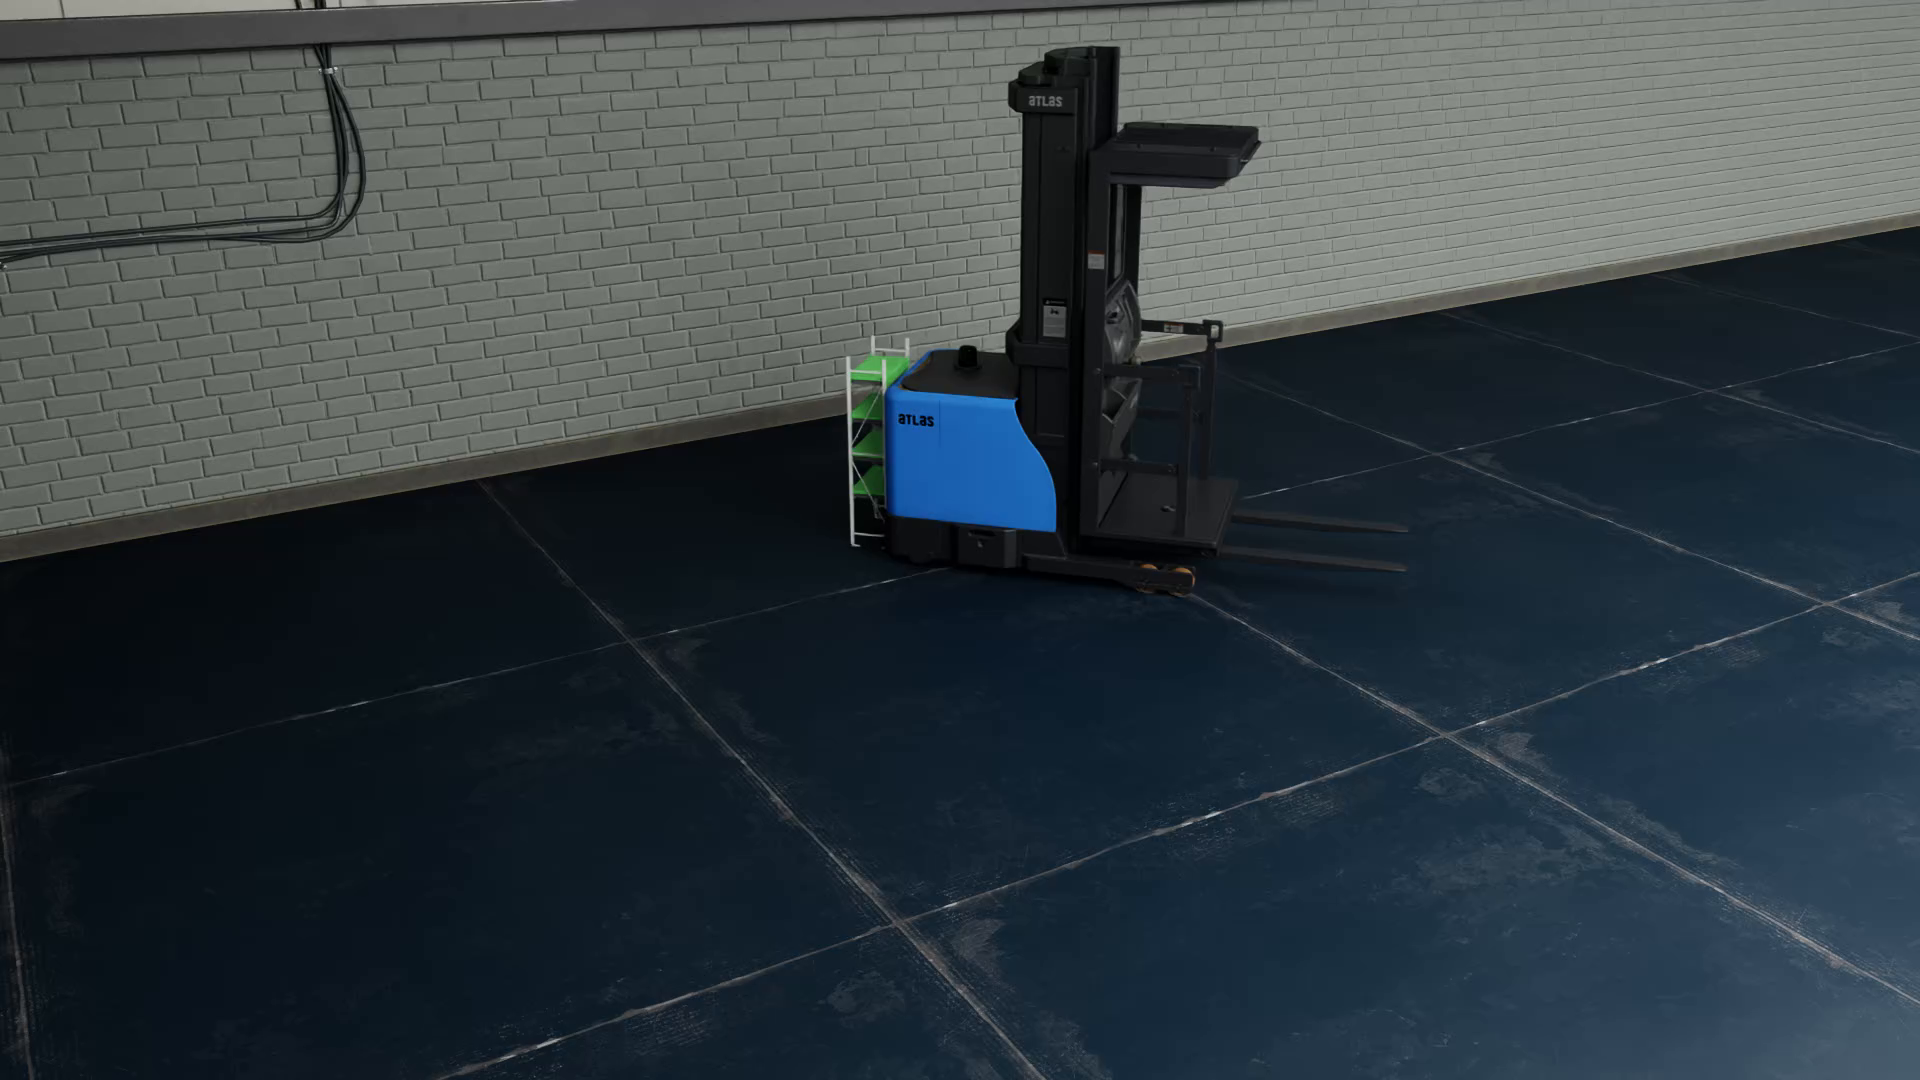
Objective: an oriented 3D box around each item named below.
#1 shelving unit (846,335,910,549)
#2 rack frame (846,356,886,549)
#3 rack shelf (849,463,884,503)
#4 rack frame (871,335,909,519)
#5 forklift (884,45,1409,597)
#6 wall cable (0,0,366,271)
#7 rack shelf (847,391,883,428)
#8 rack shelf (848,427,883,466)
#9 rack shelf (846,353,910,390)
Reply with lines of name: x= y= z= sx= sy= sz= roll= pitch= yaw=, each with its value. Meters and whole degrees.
shelving unit: x=-0.491 y=-0.600 z=10.193 sx=0.258 sy=1.200 sz=0.503 roll=6 pitch=23 yaw=14
rack frame: x=-0.553 y=-0.511 z=9.975 sx=0.240 sy=1.200 sz=0.015 roll=6 pitch=23 yaw=14
rack shelf: x=-0.491 y=-0.318 z=10.308 sx=0.258 sy=0.148 sz=0.480 roll=6 pitch=23 yaw=14
rack frame: x=-0.429 y=-0.689 z=10.412 sx=0.240 sy=1.200 sz=0.015 roll=6 pitch=23 yaw=14
forklift: x=1.122 y=-1.253 z=9.503 sx=3.031 sy=2.935 sz=1.130 roll=6 pitch=23 yaw=14
wall cable: x=-5.001 y=-2.753 z=9.259 sx=3.097 sy=2.526 sz=0.112 roll=-13 pitch=25 yaw=-28
rack shelf: x=-0.491 y=-0.763 z=10.127 sx=0.258 sy=0.148 sz=0.480 roll=6 pitch=23 yaw=14
rack shelf: x=-0.491 y=-0.540 z=10.217 sx=0.258 sy=0.148 sz=0.480 roll=6 pitch=23 yaw=14
rack shelf: x=-0.491 y=-0.985 z=10.037 sx=0.258 sy=0.148 sz=0.480 roll=6 pitch=23 yaw=14
